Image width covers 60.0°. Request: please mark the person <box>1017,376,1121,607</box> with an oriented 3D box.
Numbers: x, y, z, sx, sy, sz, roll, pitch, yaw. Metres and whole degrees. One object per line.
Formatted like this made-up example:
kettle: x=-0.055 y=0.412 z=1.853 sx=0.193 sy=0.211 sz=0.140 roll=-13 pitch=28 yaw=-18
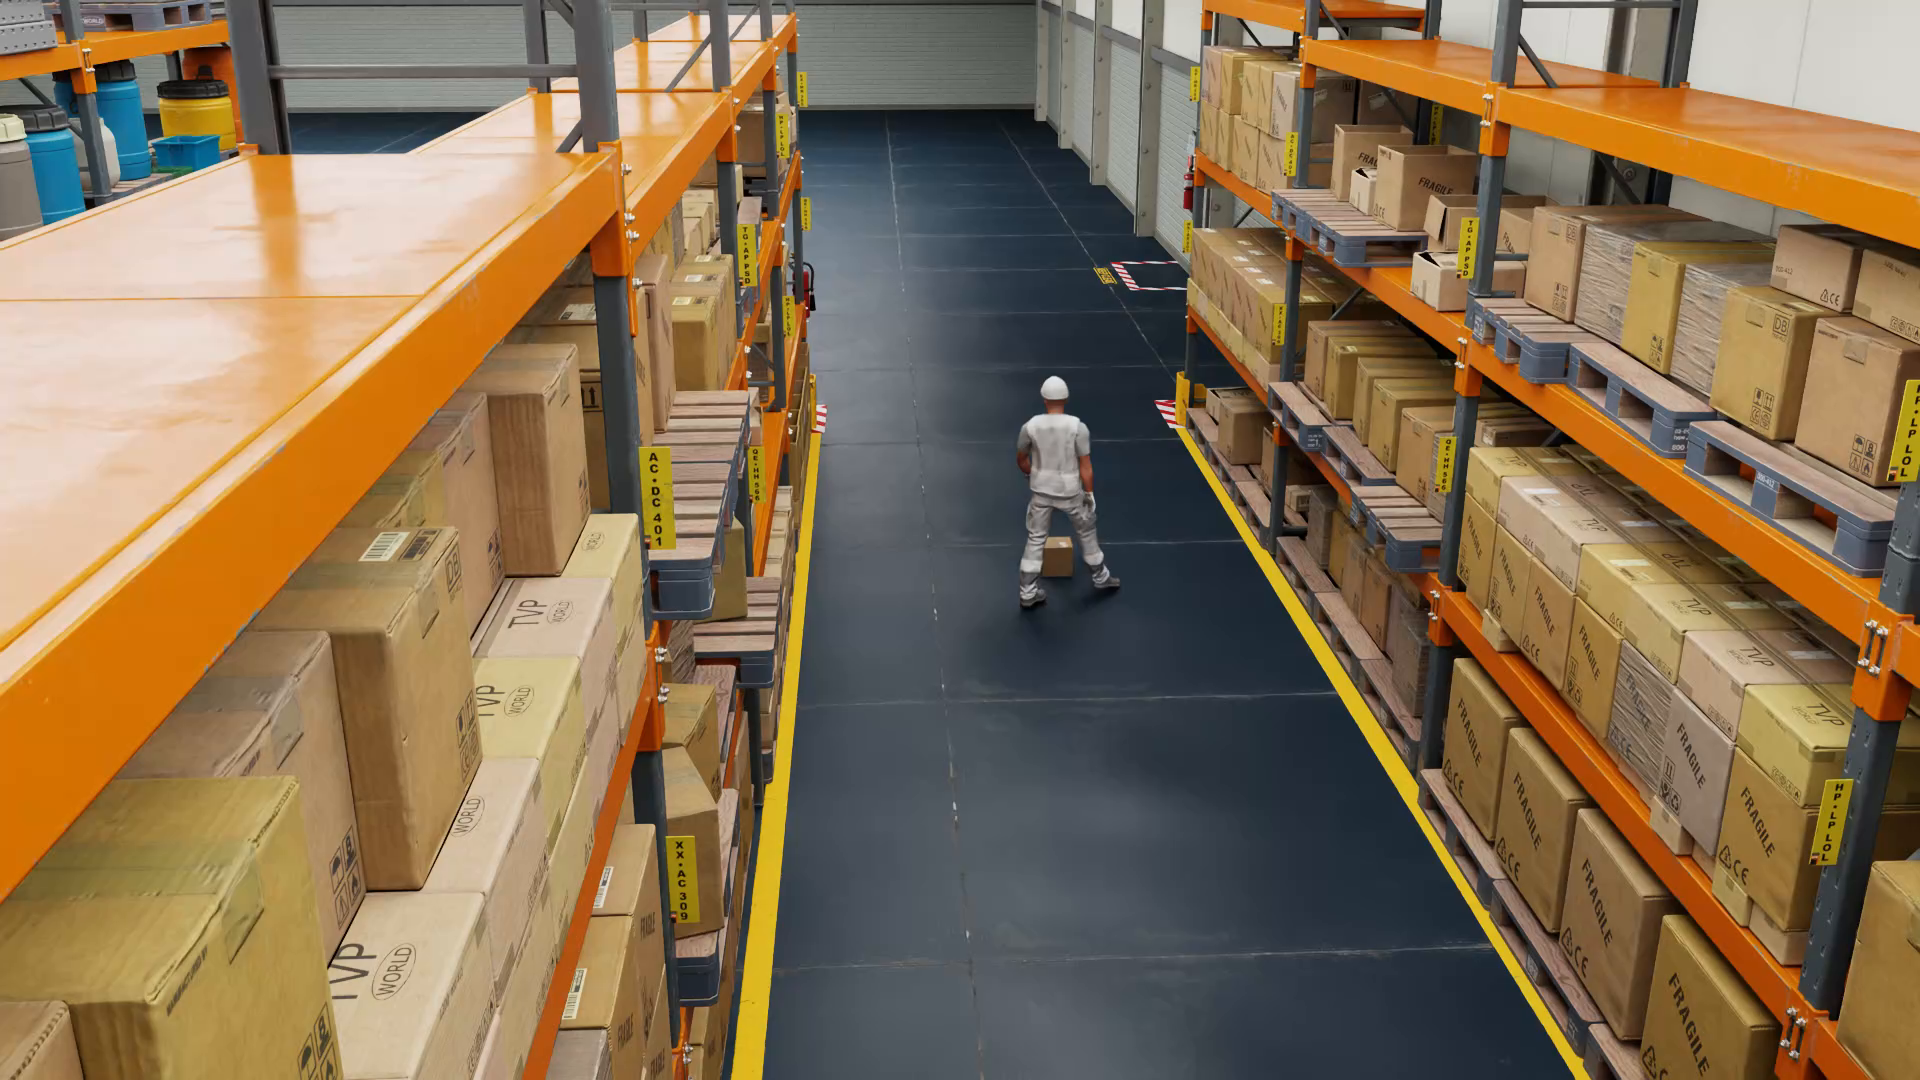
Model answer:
person: x=0.821 y=-0.403 z=12.611 sx=0.740 sy=1.765 sz=0.719 roll=6 pitch=21 yaw=16
